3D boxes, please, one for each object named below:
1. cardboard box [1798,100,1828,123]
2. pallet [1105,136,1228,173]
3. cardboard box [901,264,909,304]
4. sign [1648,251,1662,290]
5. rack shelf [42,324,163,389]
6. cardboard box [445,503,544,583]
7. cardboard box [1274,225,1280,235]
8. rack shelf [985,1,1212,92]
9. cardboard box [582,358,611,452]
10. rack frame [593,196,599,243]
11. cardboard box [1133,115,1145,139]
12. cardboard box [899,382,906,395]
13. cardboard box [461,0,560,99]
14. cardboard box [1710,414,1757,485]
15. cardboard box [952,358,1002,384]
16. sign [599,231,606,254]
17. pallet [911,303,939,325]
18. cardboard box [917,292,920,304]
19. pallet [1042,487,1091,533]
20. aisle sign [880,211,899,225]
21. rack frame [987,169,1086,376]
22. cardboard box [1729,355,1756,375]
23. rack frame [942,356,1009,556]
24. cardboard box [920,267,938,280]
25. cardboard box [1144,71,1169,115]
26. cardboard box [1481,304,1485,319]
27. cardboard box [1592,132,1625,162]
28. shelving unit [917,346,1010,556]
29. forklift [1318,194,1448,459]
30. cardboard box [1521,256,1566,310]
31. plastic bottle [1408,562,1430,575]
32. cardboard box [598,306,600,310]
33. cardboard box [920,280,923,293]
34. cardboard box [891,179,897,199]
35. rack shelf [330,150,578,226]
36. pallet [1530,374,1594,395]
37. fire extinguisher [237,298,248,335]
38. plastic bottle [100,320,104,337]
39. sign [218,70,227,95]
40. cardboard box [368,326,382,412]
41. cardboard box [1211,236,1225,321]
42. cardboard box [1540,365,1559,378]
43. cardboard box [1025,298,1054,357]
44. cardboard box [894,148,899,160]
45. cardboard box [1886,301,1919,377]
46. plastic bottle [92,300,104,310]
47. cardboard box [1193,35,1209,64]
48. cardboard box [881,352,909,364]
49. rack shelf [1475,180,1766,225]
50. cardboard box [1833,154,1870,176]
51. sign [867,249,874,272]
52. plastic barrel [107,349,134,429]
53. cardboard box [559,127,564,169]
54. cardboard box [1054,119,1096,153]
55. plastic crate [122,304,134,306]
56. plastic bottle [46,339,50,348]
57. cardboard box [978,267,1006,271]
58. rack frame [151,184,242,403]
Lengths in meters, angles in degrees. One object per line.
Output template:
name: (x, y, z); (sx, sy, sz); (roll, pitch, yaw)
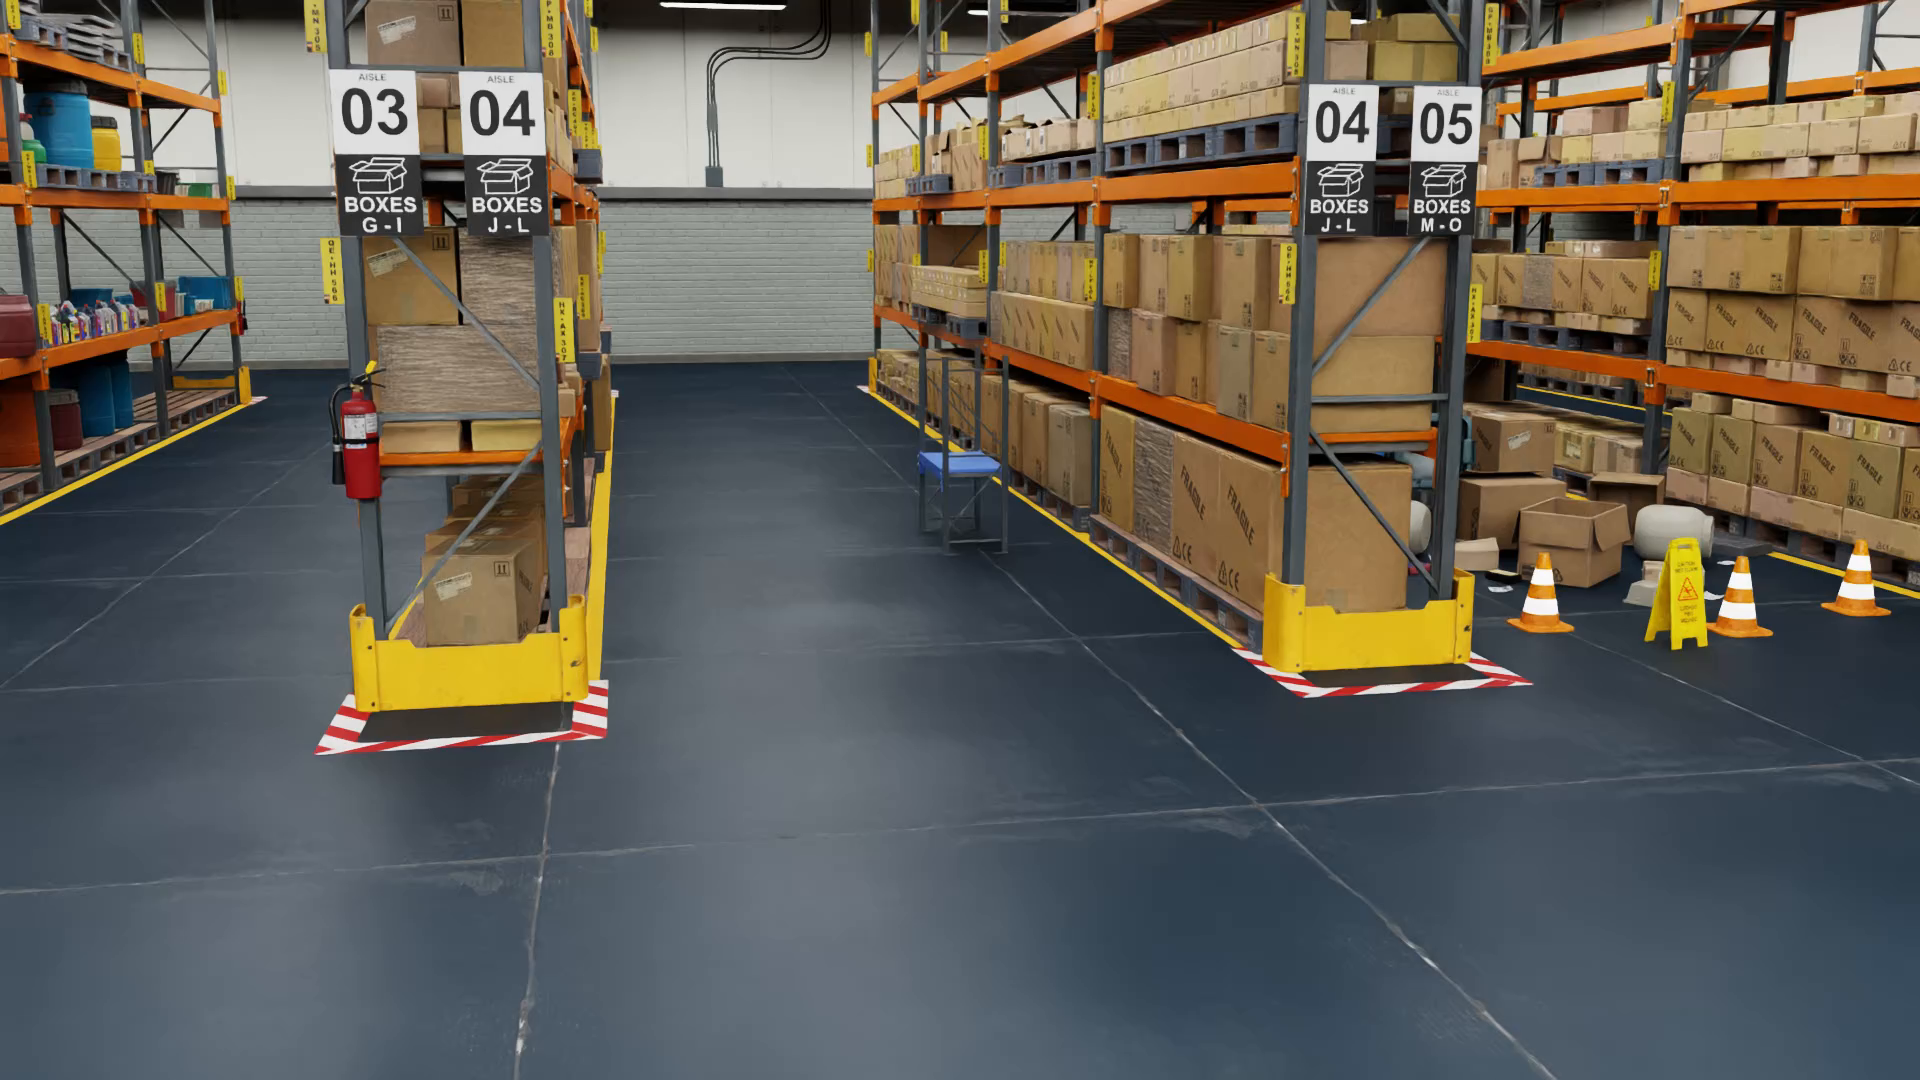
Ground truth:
cardboard box: (6.436, -3.154, 12.264); (0.380, 0.149, 0.250); (-2, 11, -12)
pallet: (1.701, -2.800, 12.101); (1.003, 0.211, 1.213); (-2, 11, -11)
cardboard box: (-0.475, -3.357, 21.748); (0.500, 0.500, 0.500); (-2, 11, -13)
sign: (5.844, -2.267, 13.989); (0.100, 0.325, 0.005); (-2, 11, -11)
rack shelf: (-9.358, -1.926, 17.215); (1.077, 0.370, 4.000); (-2, 11, -11)
cardboard box: (-2.913, 0.058, 10.434); (0.500, 0.500, 0.500); (-1, 11, -6)
cardboard box: (4.476, -4.189, 22.505); (0.380, 0.149, 0.250); (-2, 11, -11)
rack shelf: (1.163, -4.285, 14.634); (1.077, 0.370, 4.000); (-2, 11, -11)
cardboard box: (-4.225, -1.382, 16.996); (1.225, 0.875, 0.875); (-3, 11, -14)
rack frame: (-5.667, -3.560, 23.876); (1.000, 3.000, 0.127); (-2, 11, -11)
cardboard box: (1.437, -2.908, 11.711); (0.380, 0.149, 0.250); (-2, 11, -12)
cardboard box: (-0.616, -2.043, 22.409); (0.380, 0.149, 0.250); (-2, 11, -11)
cardboard box: (-2.579, -2.822, 9.576); (0.500, 0.500, 0.500); (-2, 11, -11)
cardboard box: (6.353, -0.727, 13.220); (0.500, 0.500, 0.500); (-2, 11, -9)
cardboard box: (0.191, -1.903, 18.728); (0.500, 0.250, 0.500); (-2, 11, -10)
sign: (-5.132, -4.262, 23.836); (0.100, 0.325, 0.005); (-2, 11, -11)
pallet: (0.002, -2.748, 20.126); (1.003, 0.211, 1.213); (-2, 11, -11)
cardboard box: (-0.319, -2.931, 20.123); (0.380, 0.149, 0.250); (-2, 11, -10)
pallet: (1.328, -0.290, 14.153); (1.003, 0.211, 1.213); (-2, 11, -11)
aisle sign: (-1.091, -5.001, 24.496); (0.394, 0.787, 0.004); (-2, 11, -11)
rack frame: (0.774, -2.254, 17.018); (1.000, 3.000, 0.127); (-2, 11, -11)
cardboard box: (6.330, -1.388, 13.136); (0.380, 0.149, 0.250); (-2, 11, -9)
rack frame: (0.115, -0.628, 12.484); (0.500, 1.500, 0.032); (-2, 11, -11)
cardboard box: (-0.271, -3.176, 19.818); (0.380, 0.149, 0.250); (-2, 11, -11)
cardboard box: (1.571, -3.037, 11.324); (0.500, 0.250, 0.500); (-2, 11, -12)
cardboard box: (5.521, -2.364, 17.145); (0.380, 0.149, 0.250); (-3, 11, -15)
cardboard box: (6.038, -3.520, 14.924); (0.500, 0.250, 0.500); (-2, 11, -10)
shelving unit: (0.017, -0.721, 12.974); (0.538, 1.500, 1.048); (-2, 11, -11)
forklift: (4.009, -2.020, 15.968); (3.031, 2.935, 1.130); (-8, 14, -37)
cardboard box: (5.778, -2.479, 16.012); (0.500, 0.500, 0.500); (-3, 11, -13)
plastic bottle: (3.298, 0.201, 11.975); (0.283, 0.061, 0.133); (-6, 13, -31)
cardboard box: (-4.723, -2.865, 20.901); (0.380, 0.149, 0.250); (-2, 11, -9)
cardboard box: (-0.276, -3.033, 19.863); (0.380, 0.149, 0.250); (-2, 11, -10)
cardboard box: (-0.645, -4.744, 22.477); (0.500, 0.250, 0.500); (-2, 11, -11)
rack shelf: (-2.944, -2.112, 10.172); (1.077, 0.370, 4.000); (-2, 11, -11)
pallet: (9.327, -2.348, 24.968); (1.003, 0.211, 1.213); (-2, 11, -11)
fire extinguisher: (-10.109, -3.203, 23.204); (0.296, 0.674, 0.183); (-2, 11, -11)
plastic bottle: (-9.064, -2.241, 17.478); (0.097, 0.201, 0.097); (0, 11, 0)
sign: (-9.989, -6.191, 22.520); (0.100, 0.325, 0.005); (-2, 11, -11)
cardboard box: (-2.850, -1.010, 9.415); (0.875, 0.500, 0.500); (-2, 11, -11)
cardboard box: (2.123, -1.666, 10.637); (0.875, 0.550, 0.550); (-2, 11, -11)
cardboard box: (9.081, -2.705, 24.949); (0.500, 0.500, 0.500); (-2, 11, -10)
cardboard box: (0.890, -1.934, 15.068); (0.500, 0.500, 0.500); (-2, 11, -12)
cardboard box: (-0.679, -5.159, 22.252); (0.380, 0.149, 0.250); (-2, 11, -12)
cardboard box: (6.697, -1.362, 11.268); (0.500, 0.500, 0.500); (-2, 11, -11)
plastic bottle: (-9.353, -2.426, 18.051); (0.144, 0.351, 0.185); (-2, 11, -11)
cardboard box: (1.685, -3.067, 10.414); (0.380, 0.149, 0.250); (-2, 11, -12)
cardboard box: (-0.918, -2.614, 23.818); (0.380, 0.149, 0.250); (-2, 11, -11)
rack shelf: (5.999, -3.206, 15.920); (1.077, 0.370, 4.000); (-2, 11, -11)
cardboard box: (6.479, -2.671, 11.857); (0.380, 0.149, 0.250); (-2, 11, -12)
sign: (-1.314, -4.127, 24.542); (0.100, 0.325, 0.005); (-2, 11, -11)
plastic barrel: (-9.658, -1.721, 18.705); (0.600, 0.901, 0.708); (-2, 11, -11)
cardboard box: (-2.700, -2.403, 10.180); (0.500, 0.250, 0.500); (-2, 11, -9)
cardboard box: (1.096, -3.394, 13.996); (0.500, 0.250, 0.500); (-2, 11, -11)
plastic crate: (-10.381, -2.854, 20.715); (0.293, 0.136, 0.466); (-2, 11, -11)
plastic bottle: (-8.732, -1.962, 15.829); (0.097, 0.271, 0.097); (0, 11, 0)
cardboard box: (0.418, -3.152, 19.690); (0.380, 0.149, 0.250); (-2, 11, -11)
rack frame: (-10.525, -3.380, 22.930); (1.000, 3.000, 0.127); (-2, 11, -11)
